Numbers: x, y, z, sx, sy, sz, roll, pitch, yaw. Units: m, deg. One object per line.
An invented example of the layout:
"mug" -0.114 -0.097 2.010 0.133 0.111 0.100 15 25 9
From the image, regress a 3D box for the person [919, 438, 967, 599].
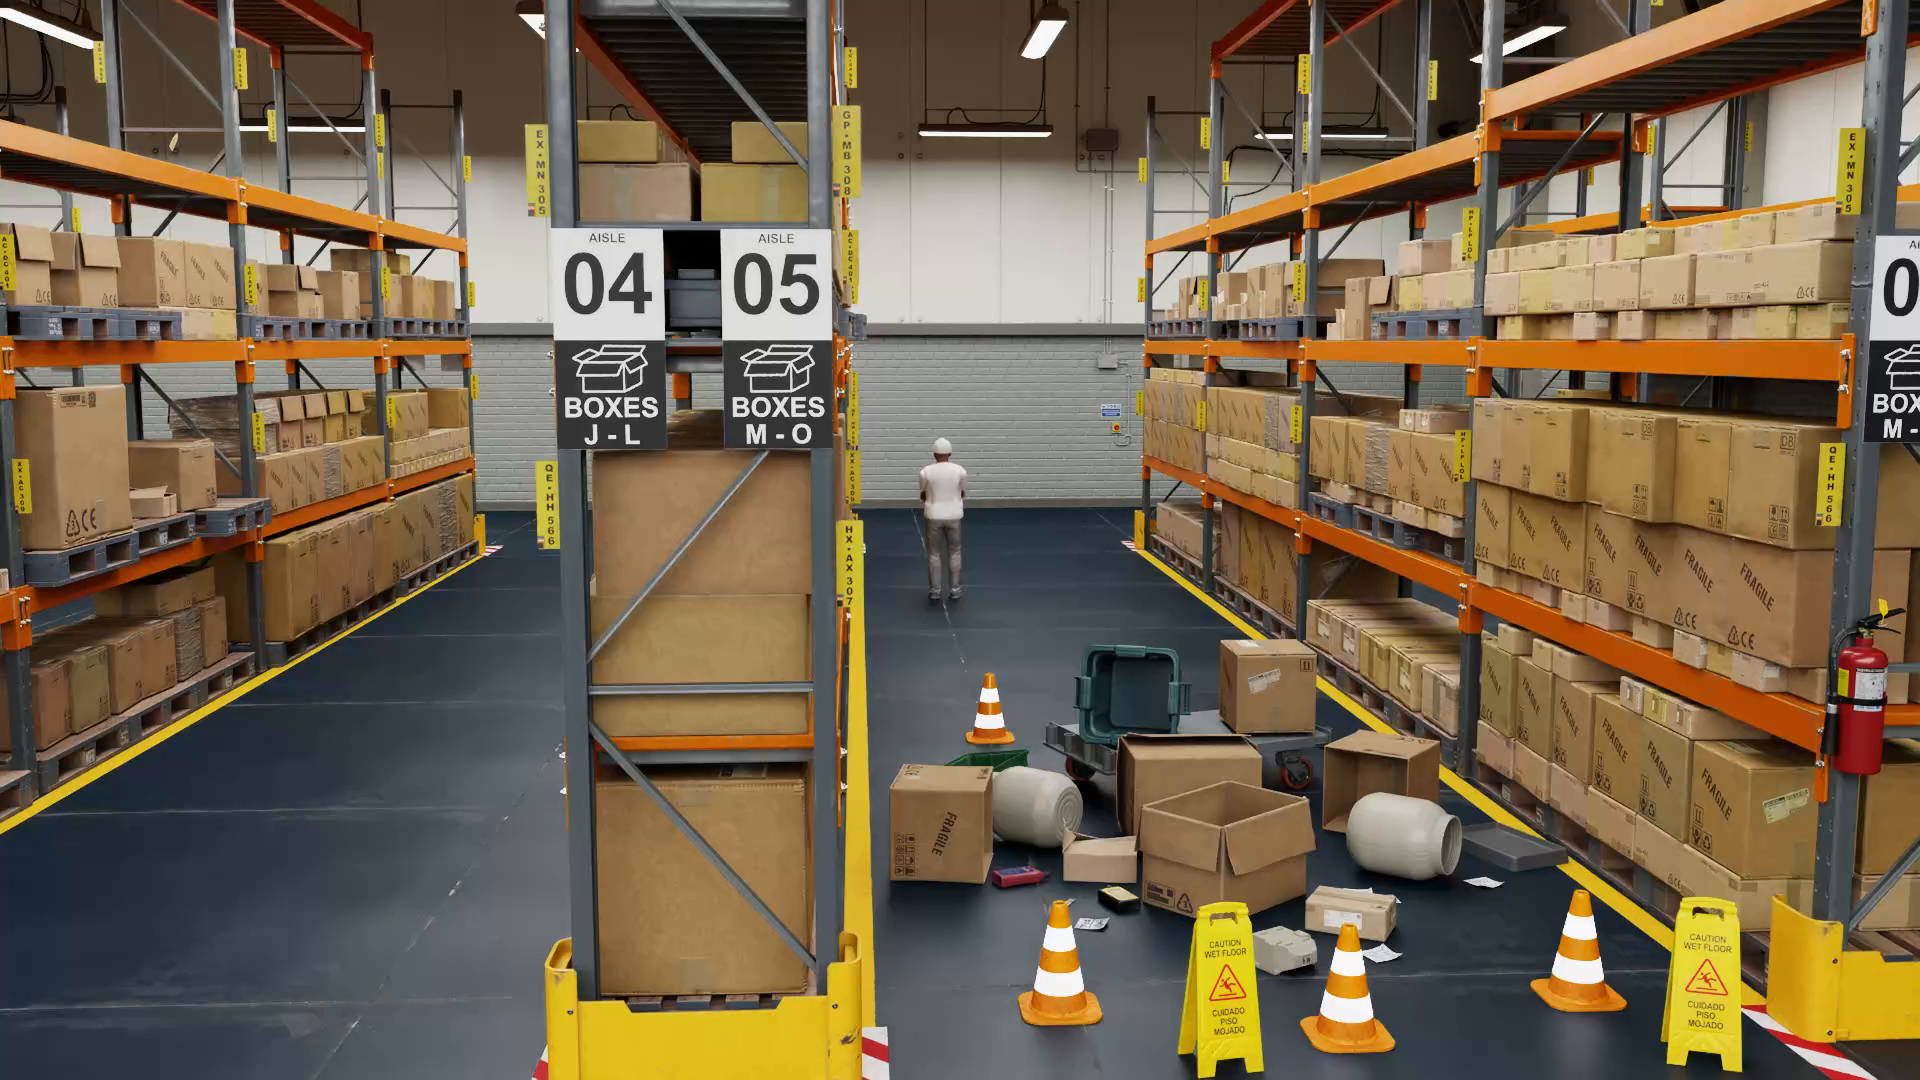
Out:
"person" -0.193 -0.245 18.187 0.513 1.769 0.573 0 7 -4
